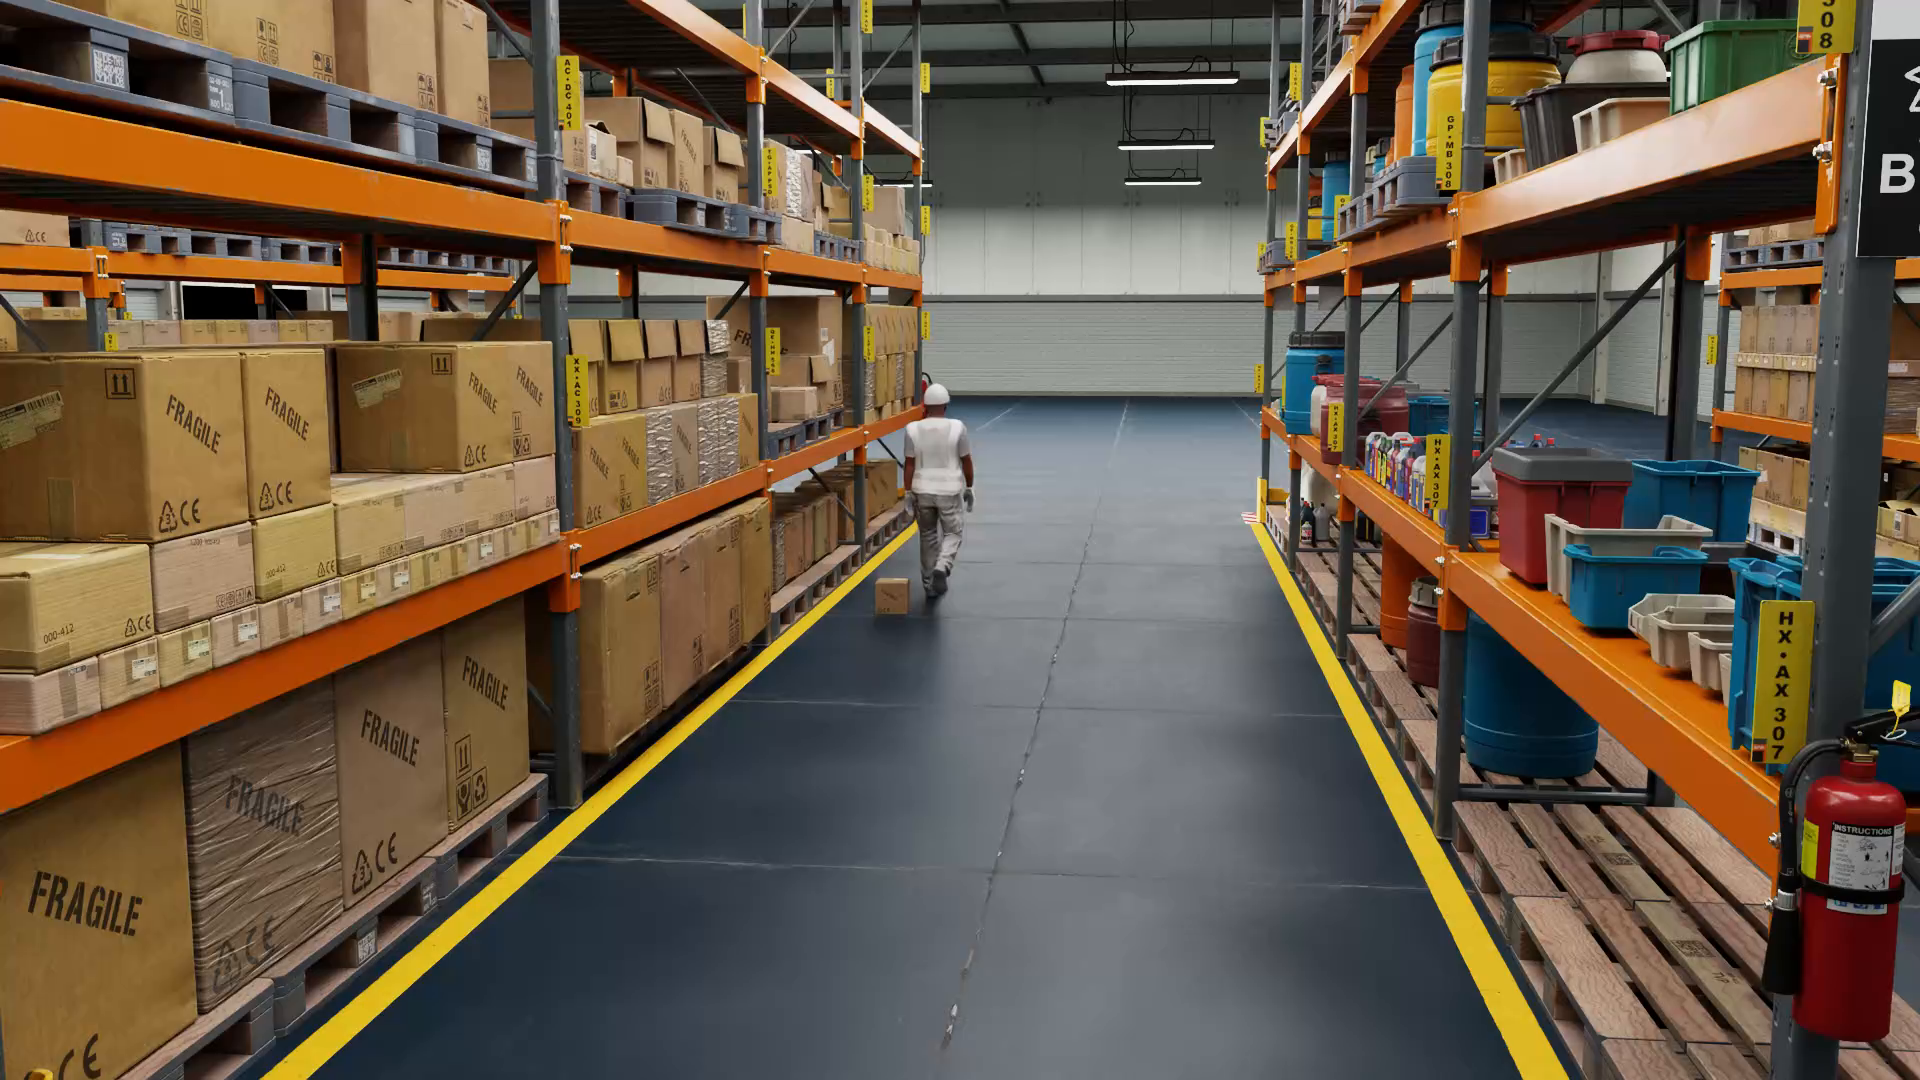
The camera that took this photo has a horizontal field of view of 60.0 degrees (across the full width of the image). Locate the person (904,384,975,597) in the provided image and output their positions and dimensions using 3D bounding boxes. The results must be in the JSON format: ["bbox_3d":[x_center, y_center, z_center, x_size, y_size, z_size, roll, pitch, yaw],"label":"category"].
[{"bbox_3d":[-0.171,-0.391,13.580,0.574,1.764,0.773,1,8,6],"label":"person"}]
